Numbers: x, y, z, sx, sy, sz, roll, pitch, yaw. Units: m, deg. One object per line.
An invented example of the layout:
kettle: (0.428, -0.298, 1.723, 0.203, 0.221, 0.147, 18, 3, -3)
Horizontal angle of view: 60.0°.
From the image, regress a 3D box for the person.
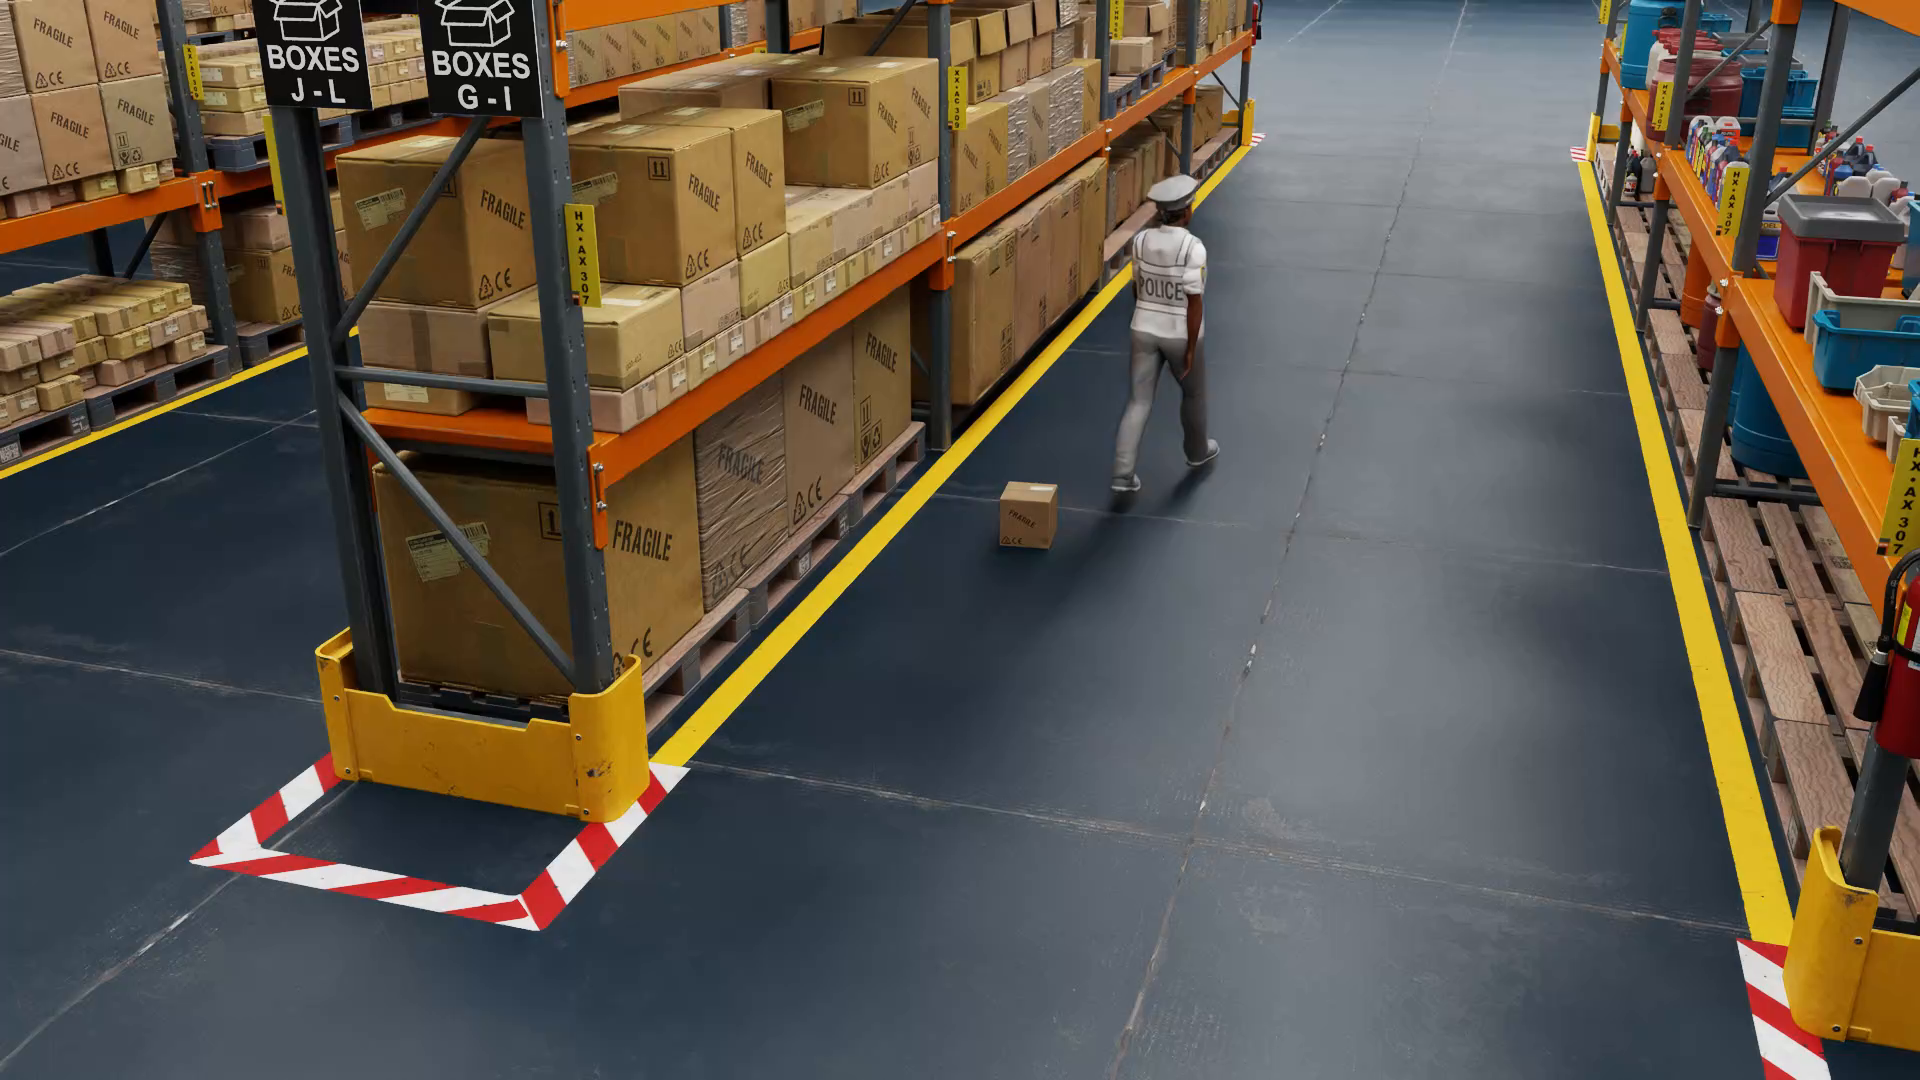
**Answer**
person: (1.100, -1.098, 8.737, 0.452, 1.623, 1.024, 11, 25, 26)
